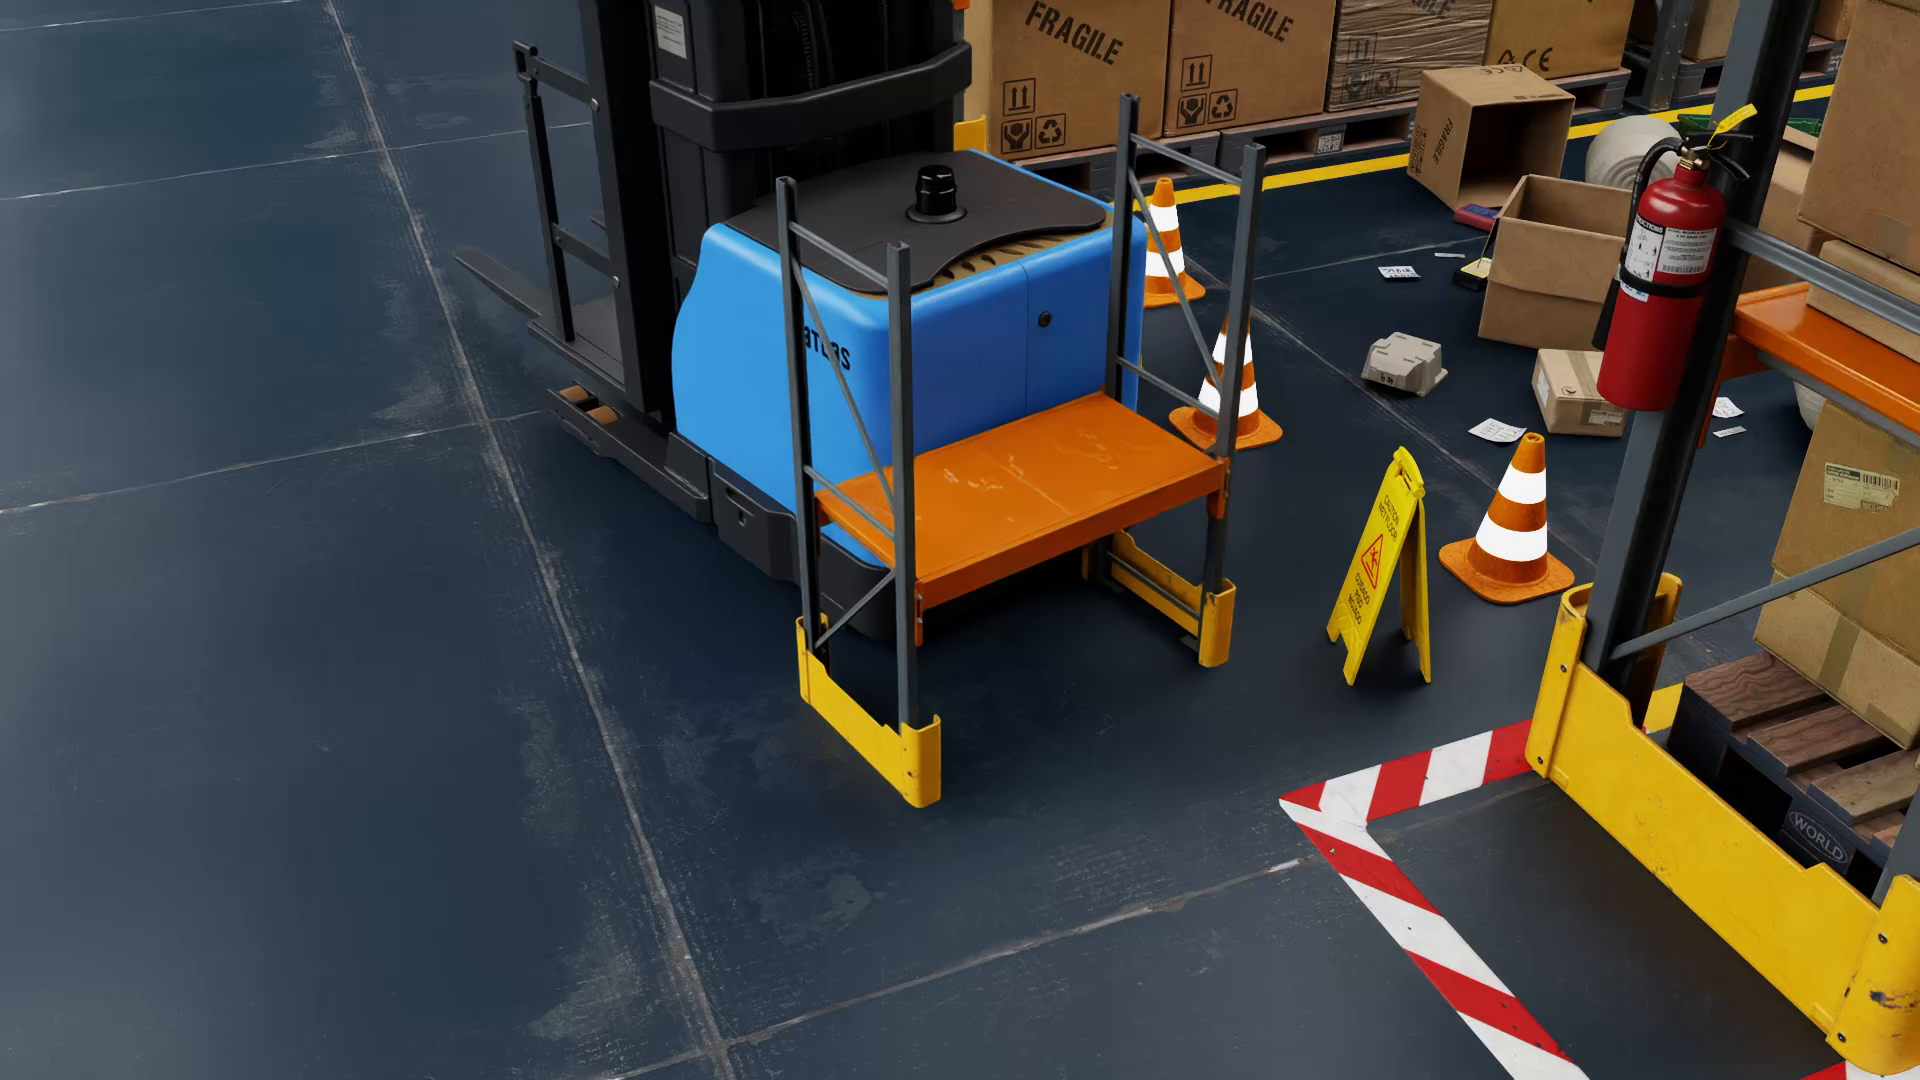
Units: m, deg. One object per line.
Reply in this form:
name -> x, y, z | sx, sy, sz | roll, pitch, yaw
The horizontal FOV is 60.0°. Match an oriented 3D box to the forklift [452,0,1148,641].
forklift -> -0.786, -1.675, 5.137 | 1.130, 2.935, 3.031 | -25, 40, -33

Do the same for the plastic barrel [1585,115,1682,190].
plastic barrel -> 3.006, -1.651, 7.399 | 0.421, 0.421, 0.512 | 10, 34, 14

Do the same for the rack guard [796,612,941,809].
rack guard -> -0.244, 0.436, 4.351 | 0.087, 0.250, 0.587 | -21, 39, -29

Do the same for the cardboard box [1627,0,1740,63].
cardboard box -> 3.996, -3.151, 9.020 | 0.750, 0.750, 1.050 | -13, 35, -19

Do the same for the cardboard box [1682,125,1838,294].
cardboard box -> 3.278, -1.285, 6.639 | 0.503, 0.637, 0.797 | -13, 35, -19

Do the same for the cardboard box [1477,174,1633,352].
cardboard box -> 2.419, -1.027, 6.366 | 0.797, 0.503, 0.637 | 16, 36, 23

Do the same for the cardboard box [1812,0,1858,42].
cardboard box -> 4.887, -3.352, 9.330 | 0.750, 0.750, 1.050 | -13, 35, -19

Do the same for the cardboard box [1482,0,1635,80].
cardboard box -> 2.852, -2.929, 8.565 | 0.875, 0.875, 0.875 | -12, 35, -18

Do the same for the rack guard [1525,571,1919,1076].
rack guard -> 1.850, 0.603, 3.865 | 0.348, 0.500, 1.175 | -13, 35, -19

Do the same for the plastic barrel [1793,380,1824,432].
plastic barrel -> 3.098, -0.546, 5.702 | 0.421, 0.421, 0.512 | 10, 34, 14

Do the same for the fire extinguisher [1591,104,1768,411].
fire extinguisher -> 1.496, -0.604, 3.499 | 0.183, 0.674, 0.296 | -13, 35, -19

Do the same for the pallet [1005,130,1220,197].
pallet -> 0.477, -1.936, 8.032 | 1.213, 0.211, 1.003 | -13, 35, -19

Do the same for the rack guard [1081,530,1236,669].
rack guard -> 0.565, 0.119, 4.838 | 0.087, 0.250, 0.587 | -21, 39, -29

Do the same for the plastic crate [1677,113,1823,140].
plastic crate -> 3.806, -1.891, 7.932 | 0.662, 0.188, 0.450 | 4, 23, 6

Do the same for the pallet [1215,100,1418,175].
pallet -> 1.601, -2.192, 8.425 | 1.213, 0.211, 1.003 | -13, 35, -19

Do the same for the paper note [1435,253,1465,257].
paper note -> 2.095, -1.218, 7.112 | 0.123, 0.001, 0.032 | 4, 33, 6

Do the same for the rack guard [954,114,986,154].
rack guard -> -0.252, -1.844, 7.626 | 0.348, 0.500, 1.175 | -13, 35, -19

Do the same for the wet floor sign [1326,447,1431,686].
wet floor sign -> 1.191, 0.060, 4.566 | 0.232, 0.644, 0.267 | -2, 33, -2

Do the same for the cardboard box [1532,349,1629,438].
cardboard box -> 2.206, -0.526, 5.923 | 0.250, 0.149, 0.380 | 4, 33, 6

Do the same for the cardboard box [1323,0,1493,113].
cardboard box -> 2.022, -2.737, 8.269 | 0.875, 0.875, 0.875 | -13, 35, -19

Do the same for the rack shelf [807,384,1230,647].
rack shelf -> 0.153, -0.093, 4.347 | 1.000, 0.185, 0.538 | -21, 39, -29

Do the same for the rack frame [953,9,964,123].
rack frame -> -0.229, -2.897, 6.952 | 0.127, 3.000, 1.000 | -13, 35, -19

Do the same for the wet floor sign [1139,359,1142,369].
wet floor sign -> 0.510, -0.908, 6.054 | 0.232, 0.644, 0.267 | -19, 38, -27

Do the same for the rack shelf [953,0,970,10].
rack shelf -> 1.615, -3.017, 7.797 | 4.000, 0.370, 1.077 | -13, 35, -19

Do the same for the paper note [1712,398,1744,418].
paper note -> 2.722, -0.484, 5.977 | 0.142, 0.019, 0.148 | -2, 33, -2

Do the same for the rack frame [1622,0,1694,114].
rack frame -> 3.459, -3.741, 8.250 | 0.127, 3.000, 1.000 | -13, 35, -19

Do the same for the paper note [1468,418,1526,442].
paper note -> 1.881, -0.385, 5.814 | 0.142, 0.019, 0.148 | -27, 42, -35

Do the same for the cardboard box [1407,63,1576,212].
cardboard box -> 2.425, -1.851, 7.634 | 0.500, 0.500, 0.500 | -7, 34, -11

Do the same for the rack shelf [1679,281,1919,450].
rack shelf -> 3.624, -0.550, 4.004 | 4.000, 0.370, 1.077 | -13, 35, -19

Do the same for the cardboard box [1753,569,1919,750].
cardboard box -> 2.443, 0.237, 4.272 | 0.500, 0.250, 0.500 | -13, 35, -19

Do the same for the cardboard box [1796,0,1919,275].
cardboard box -> 2.174, -0.849, 3.440 | 0.500, 0.500, 0.500 | -14, 35, -20

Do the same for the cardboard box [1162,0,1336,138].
cardboard box -> 1.181, -2.545, 7.975 | 0.875, 0.875, 0.875 | -13, 35, -20

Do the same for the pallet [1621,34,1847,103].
pallet -> 4.141, -2.773, 9.319 | 1.213, 0.211, 1.003 | -13, 35, -19

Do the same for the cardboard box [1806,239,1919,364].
cardboard box -> 2.042, -0.510, 3.514 | 0.250, 0.149, 0.380 | -12, 35, -17

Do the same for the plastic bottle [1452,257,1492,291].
plastic bottle -> 2.182, -1.116, 6.910 | 0.283, 0.061, 0.133 | -27, 42, -35

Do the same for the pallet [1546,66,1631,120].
pallet -> 2.727, -2.451, 8.824 | 1.213, 0.211, 1.003 | -13, 35, -19

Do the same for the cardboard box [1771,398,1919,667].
cardboard box -> 2.418, -0.067, 4.051 | 0.500, 0.500, 0.500 | -13, 35, -19

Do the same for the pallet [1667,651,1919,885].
pallet -> 2.613, 0.570, 4.180 | 1.213, 0.211, 1.003 | -13, 35, -19

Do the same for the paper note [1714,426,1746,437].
paper note -> 2.697, -0.380, 5.824 | 0.123, 0.001, 0.032 | -13, 35, -19

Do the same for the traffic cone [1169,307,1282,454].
traffic cone -> 0.934, -0.591, 5.735 | 0.334, 0.463, 0.336 | -13, 35, -19

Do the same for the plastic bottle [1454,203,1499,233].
plastic bottle -> 2.349, -1.414, 7.367 | 0.133, 0.061, 0.283 | -27, 42, -35

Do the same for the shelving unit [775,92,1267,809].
shelving unit -> 0.161, -0.246, 4.254 | 1.083, 1.500, 0.587 | -21, 39, -29

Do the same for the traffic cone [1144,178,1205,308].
traffic cone -> 0.810, -1.232, 6.718 | 0.334, 0.463, 0.336 | -13, 35, -19

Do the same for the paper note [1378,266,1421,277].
paper note -> 1.835, -1.120, 6.945 | 0.142, 0.017, 0.144 | -2, 33, -2

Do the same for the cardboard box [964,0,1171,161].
cardboard box -> 0.370, -2.359, 7.688 | 0.875, 0.875, 0.875 | -13, 35, -19

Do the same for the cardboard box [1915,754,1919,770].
cardboard box -> 2.631, 0.516, 3.842 | 0.500, 0.250, 0.500 | -13, 35, -19

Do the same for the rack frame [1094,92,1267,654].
rack frame -> 0.566, -0.405, 4.497 | 0.032, 1.500, 0.500 | -21, 39, -29

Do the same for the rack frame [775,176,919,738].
rack frame -> -0.260, -0.082, 4.001 | 0.032, 1.500, 0.500 | -21, 39, -29

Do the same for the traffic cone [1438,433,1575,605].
traffic cone -> 1.677, -0.105, 4.987 | 0.334, 0.463, 0.336 | -13, 35, -19

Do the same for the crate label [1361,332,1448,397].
crate label -> 1.635, -0.652, 6.127 | 0.250, 0.136, 0.298 | 23, 39, 30

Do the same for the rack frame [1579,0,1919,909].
rack frame -> 1.780, -0.429, 3.159 | 0.127, 3.000, 1.000 | -13, 35, -19
